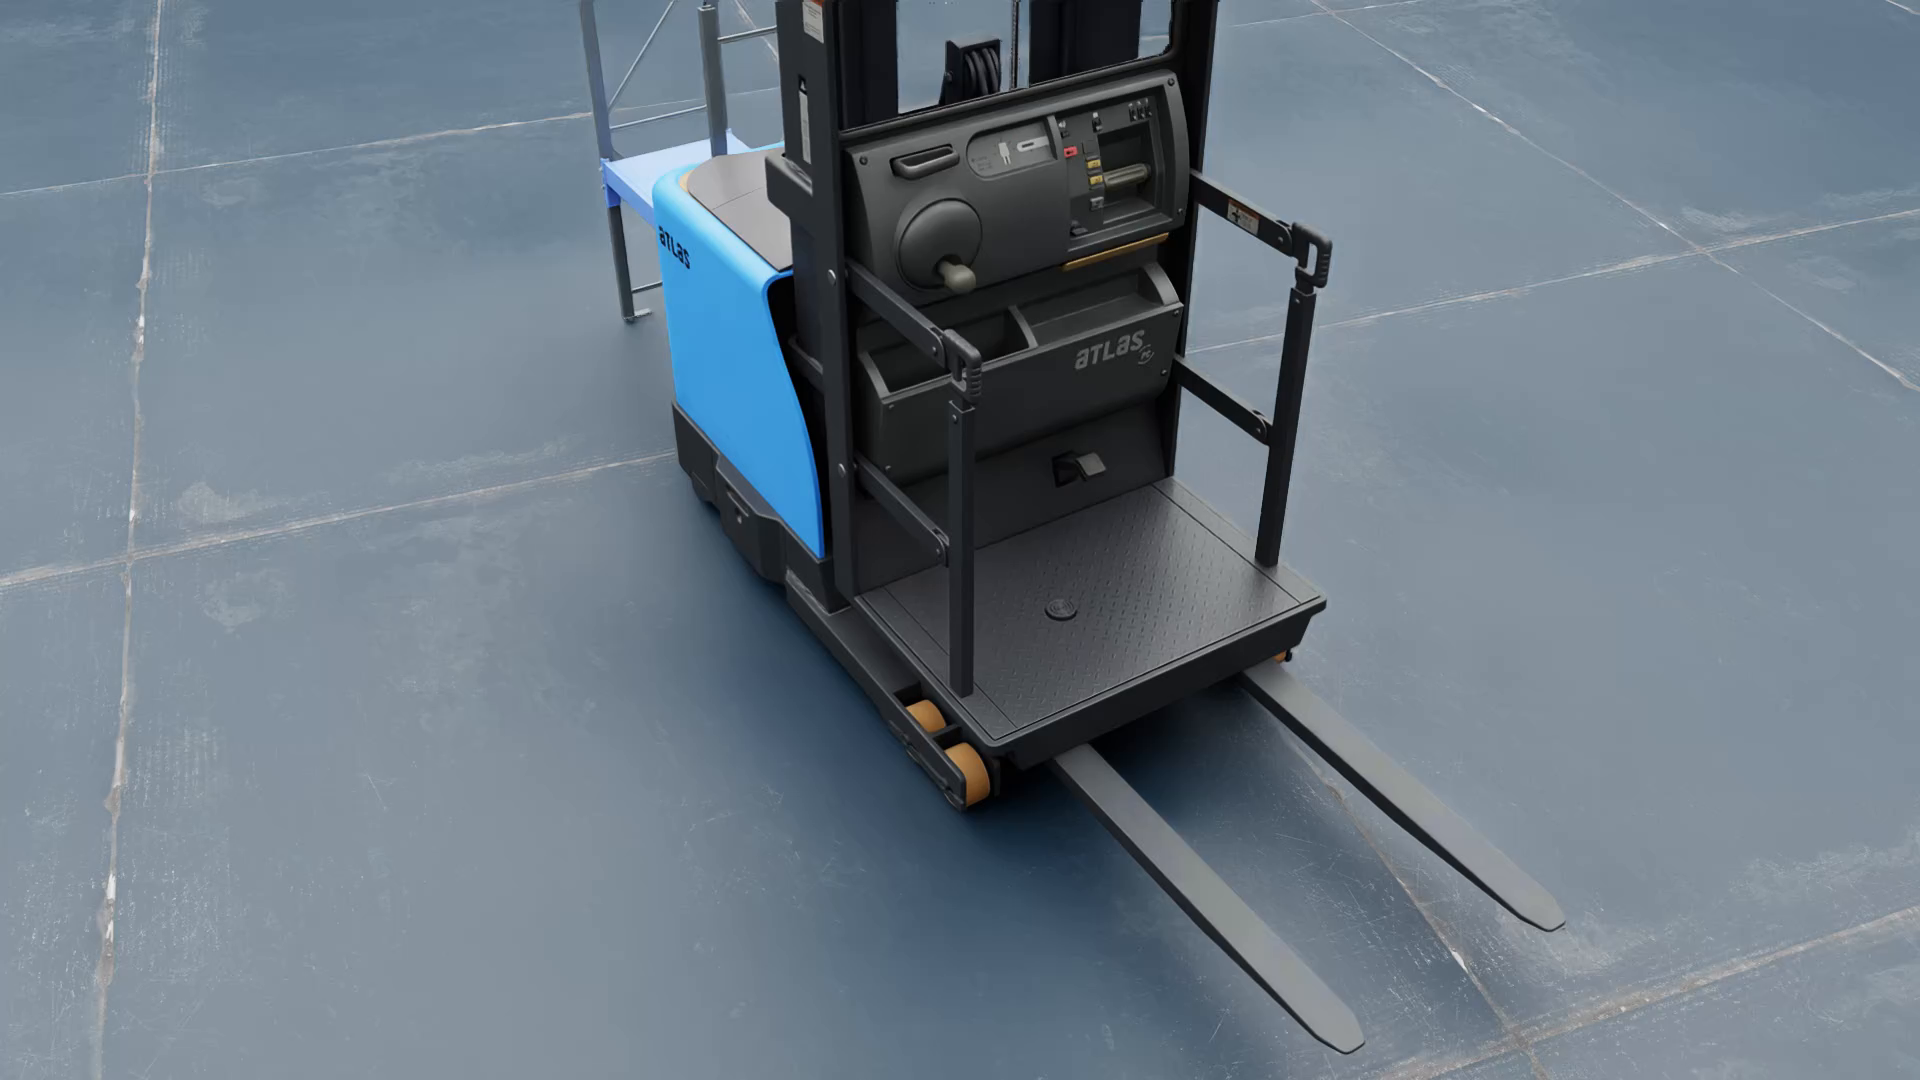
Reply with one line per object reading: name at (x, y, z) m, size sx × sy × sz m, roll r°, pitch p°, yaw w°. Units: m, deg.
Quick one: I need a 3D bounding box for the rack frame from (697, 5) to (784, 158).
rack frame at (-0.538, -1.007, 5.340) m, size 0.500 × 1.500 × 0.032 m, roll -21°, pitch 42°, yaw -25°

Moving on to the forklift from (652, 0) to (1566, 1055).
forklift at (0.281, -0.800, 3.876) m, size 1.130 × 2.935 × 3.031 m, roll -21°, pitch 42°, yaw -25°

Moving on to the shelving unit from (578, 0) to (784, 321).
shelving unit at (-0.809, -1.266, 5.684) m, size 0.538 × 1.500 × 1.048 m, roll -21°, pitch 42°, yaw -25°

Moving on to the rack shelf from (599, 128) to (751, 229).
rack shelf at (-0.809, -1.123, 5.793) m, size 0.538 × 0.185 × 1.000 m, roll -21°, pitch 42°, yaw -25°

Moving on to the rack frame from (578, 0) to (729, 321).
rack frame at (-1.079, -1.525, 6.028) m, size 0.500 × 1.500 × 0.032 m, roll -21°, pitch 42°, yaw -25°
